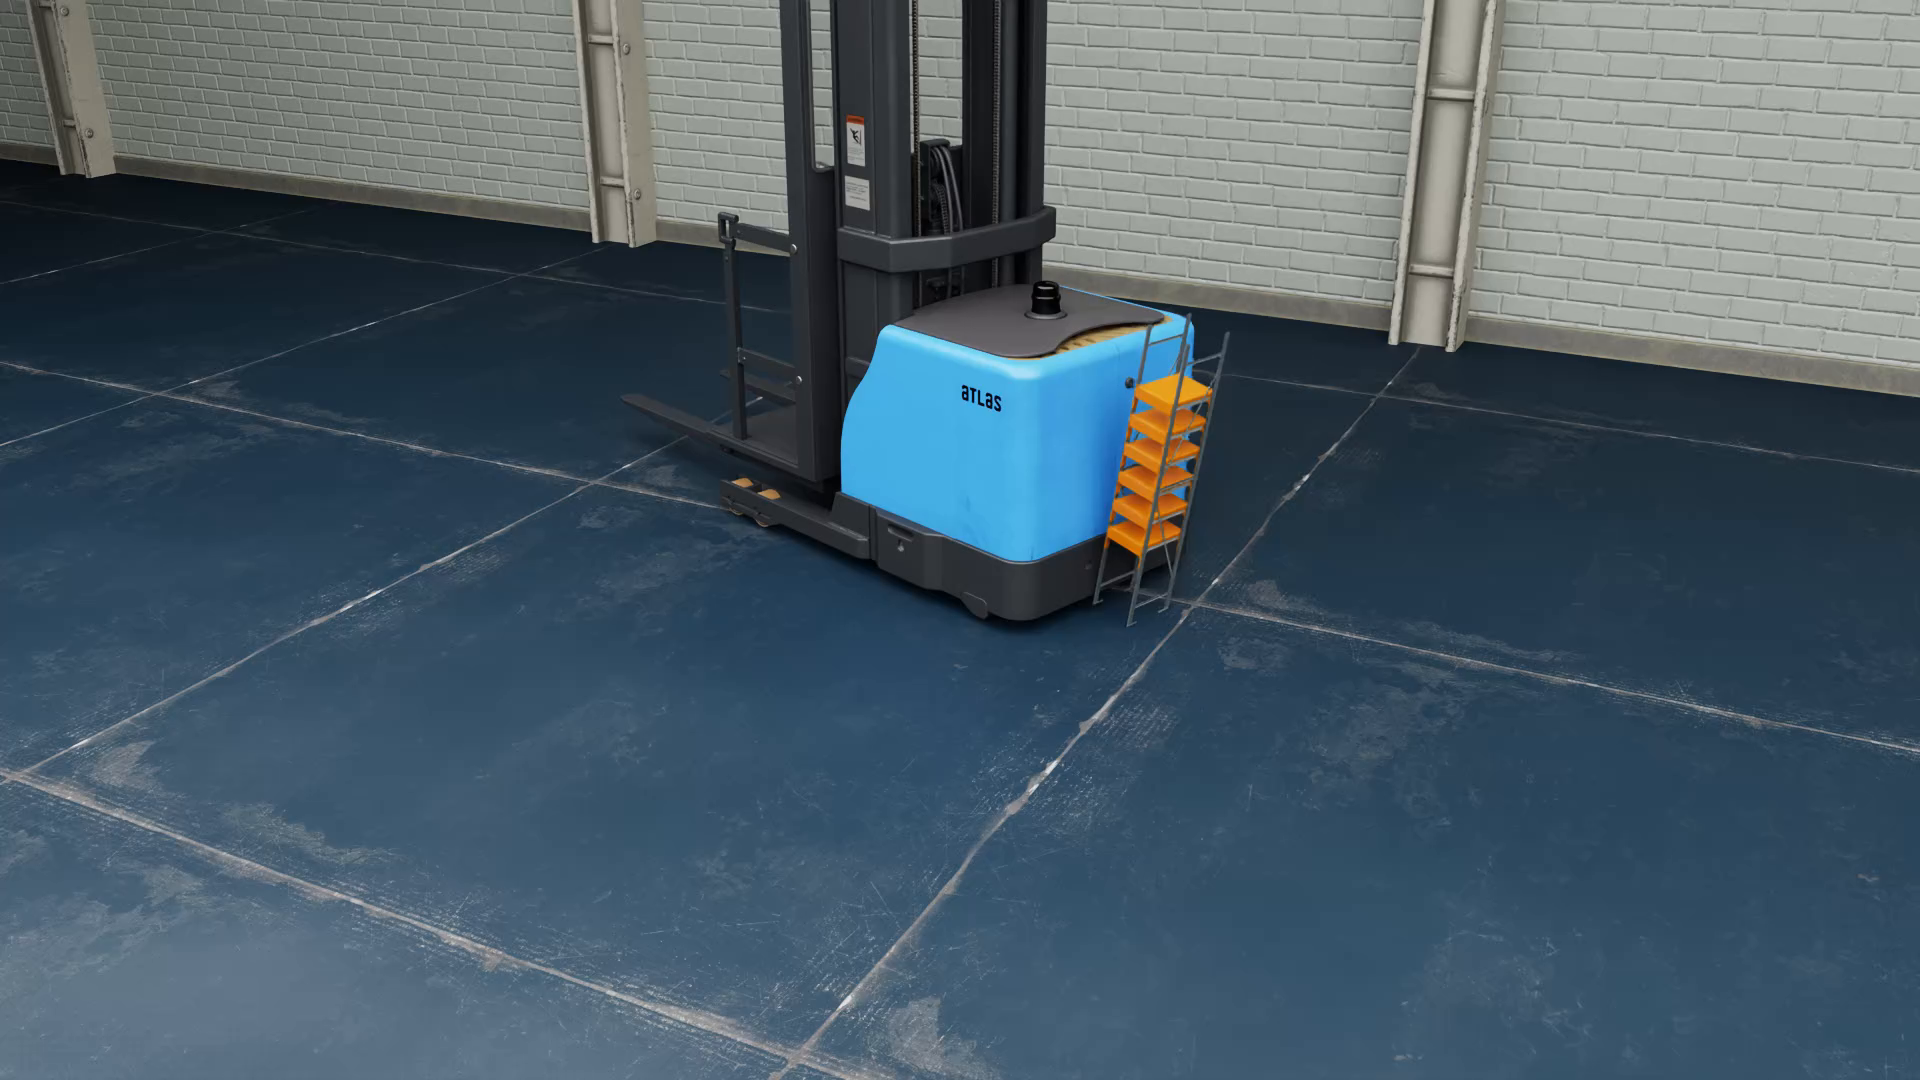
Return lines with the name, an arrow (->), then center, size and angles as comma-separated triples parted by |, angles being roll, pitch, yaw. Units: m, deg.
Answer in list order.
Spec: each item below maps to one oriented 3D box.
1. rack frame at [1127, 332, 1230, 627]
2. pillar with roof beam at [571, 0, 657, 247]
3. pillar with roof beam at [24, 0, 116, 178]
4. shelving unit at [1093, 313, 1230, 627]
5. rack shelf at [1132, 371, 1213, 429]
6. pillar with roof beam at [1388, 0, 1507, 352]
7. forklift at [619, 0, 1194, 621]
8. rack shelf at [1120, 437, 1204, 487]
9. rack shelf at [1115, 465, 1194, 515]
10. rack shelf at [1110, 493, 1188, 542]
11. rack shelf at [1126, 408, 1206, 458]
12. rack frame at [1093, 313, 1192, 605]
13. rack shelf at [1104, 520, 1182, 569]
rack frame -> 0.810, -0.207, 6.225 | 0.240, 1.200, 0.006 | -20, 41, -39
pillar with roof beam -> -4.469, -4.900, 7.275 | 0.400, 9.000, 9.100 | 11, 25, 25
pillar with roof beam -> -9.824, -5.960, 9.766 | 0.400, 9.000, 9.100 | 11, 25, 25
shelving unit -> 0.749, -0.248, 6.279 | 0.258, 1.200, 0.189 | -20, 41, -39
rack shelf -> 0.788, -0.517, 6.119 | 0.258, 0.103, 0.180 | -20, 41, -39
pillar with roof beam -> 0.885, -3.841, 4.783 | 0.400, 9.000, 9.100 | 11, 25, 25
forklift -> -0.434, -1.528, 7.097 | 1.130, 2.935, 3.031 | -20, 30, -39
rack shelf -> 0.758, -0.312, 6.241 | 0.258, 0.103, 0.180 | -20, 41, -39
rack shelf -> 0.744, -0.210, 6.302 | 0.258, 0.103, 0.180 | -20, 41, -39
rack shelf -> 0.729, -0.108, 6.363 | 0.258, 0.103, 0.180 | -20, 41, -39
rack shelf -> 0.773, -0.415, 6.180 | 0.258, 0.103, 0.180 | -20, 41, -39
rack frame -> 0.688, -0.289, 6.333 | 0.240, 1.200, 0.006 | -20, 41, -39
rack shelf -> 0.714, -0.005, 6.423 | 0.258, 0.103, 0.180 | -20, 41, -39
